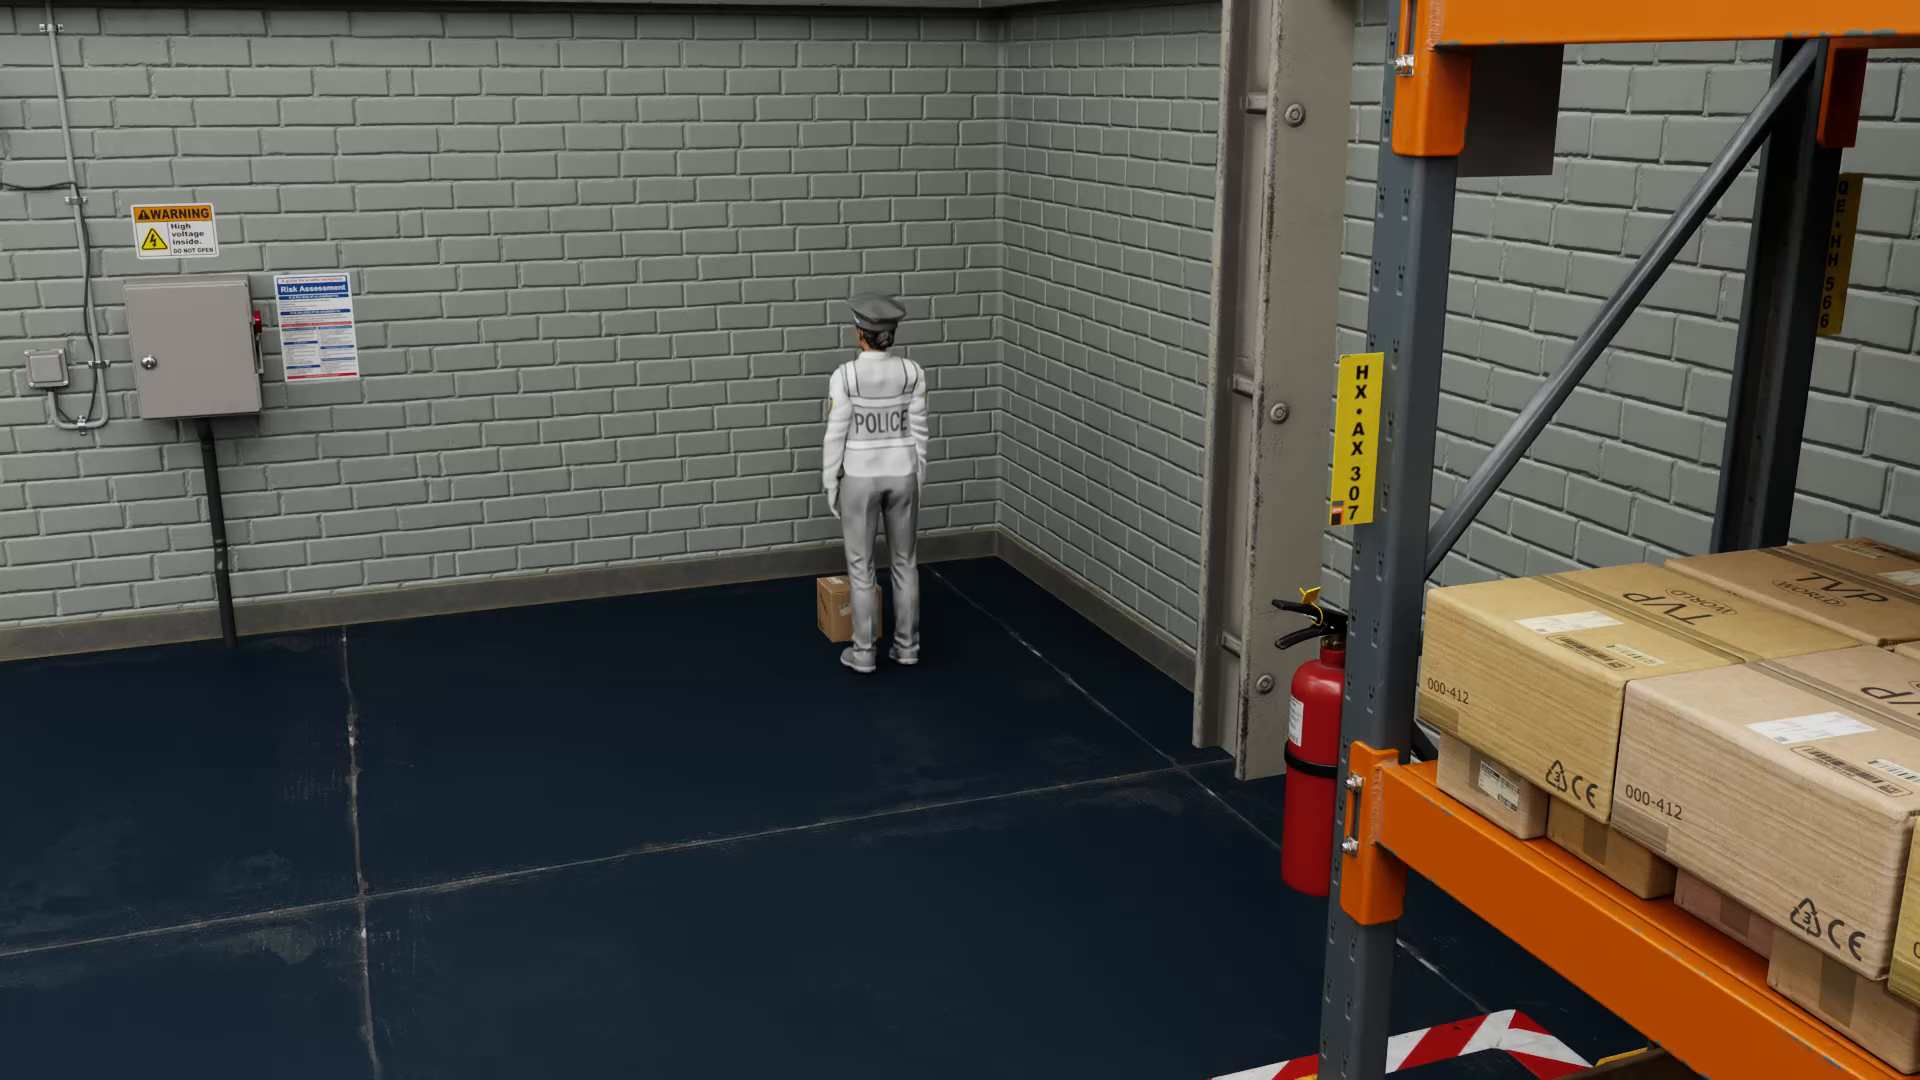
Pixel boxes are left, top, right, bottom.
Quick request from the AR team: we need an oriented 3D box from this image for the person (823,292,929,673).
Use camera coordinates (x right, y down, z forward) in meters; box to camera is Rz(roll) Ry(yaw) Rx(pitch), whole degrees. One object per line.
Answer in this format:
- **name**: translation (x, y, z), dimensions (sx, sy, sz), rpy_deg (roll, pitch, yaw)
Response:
- **person**: translation (-0.378, -0.237, 7.364), dimensions (0.473, 1.708, 0.337), rpy_deg (-6, 17, -19)
